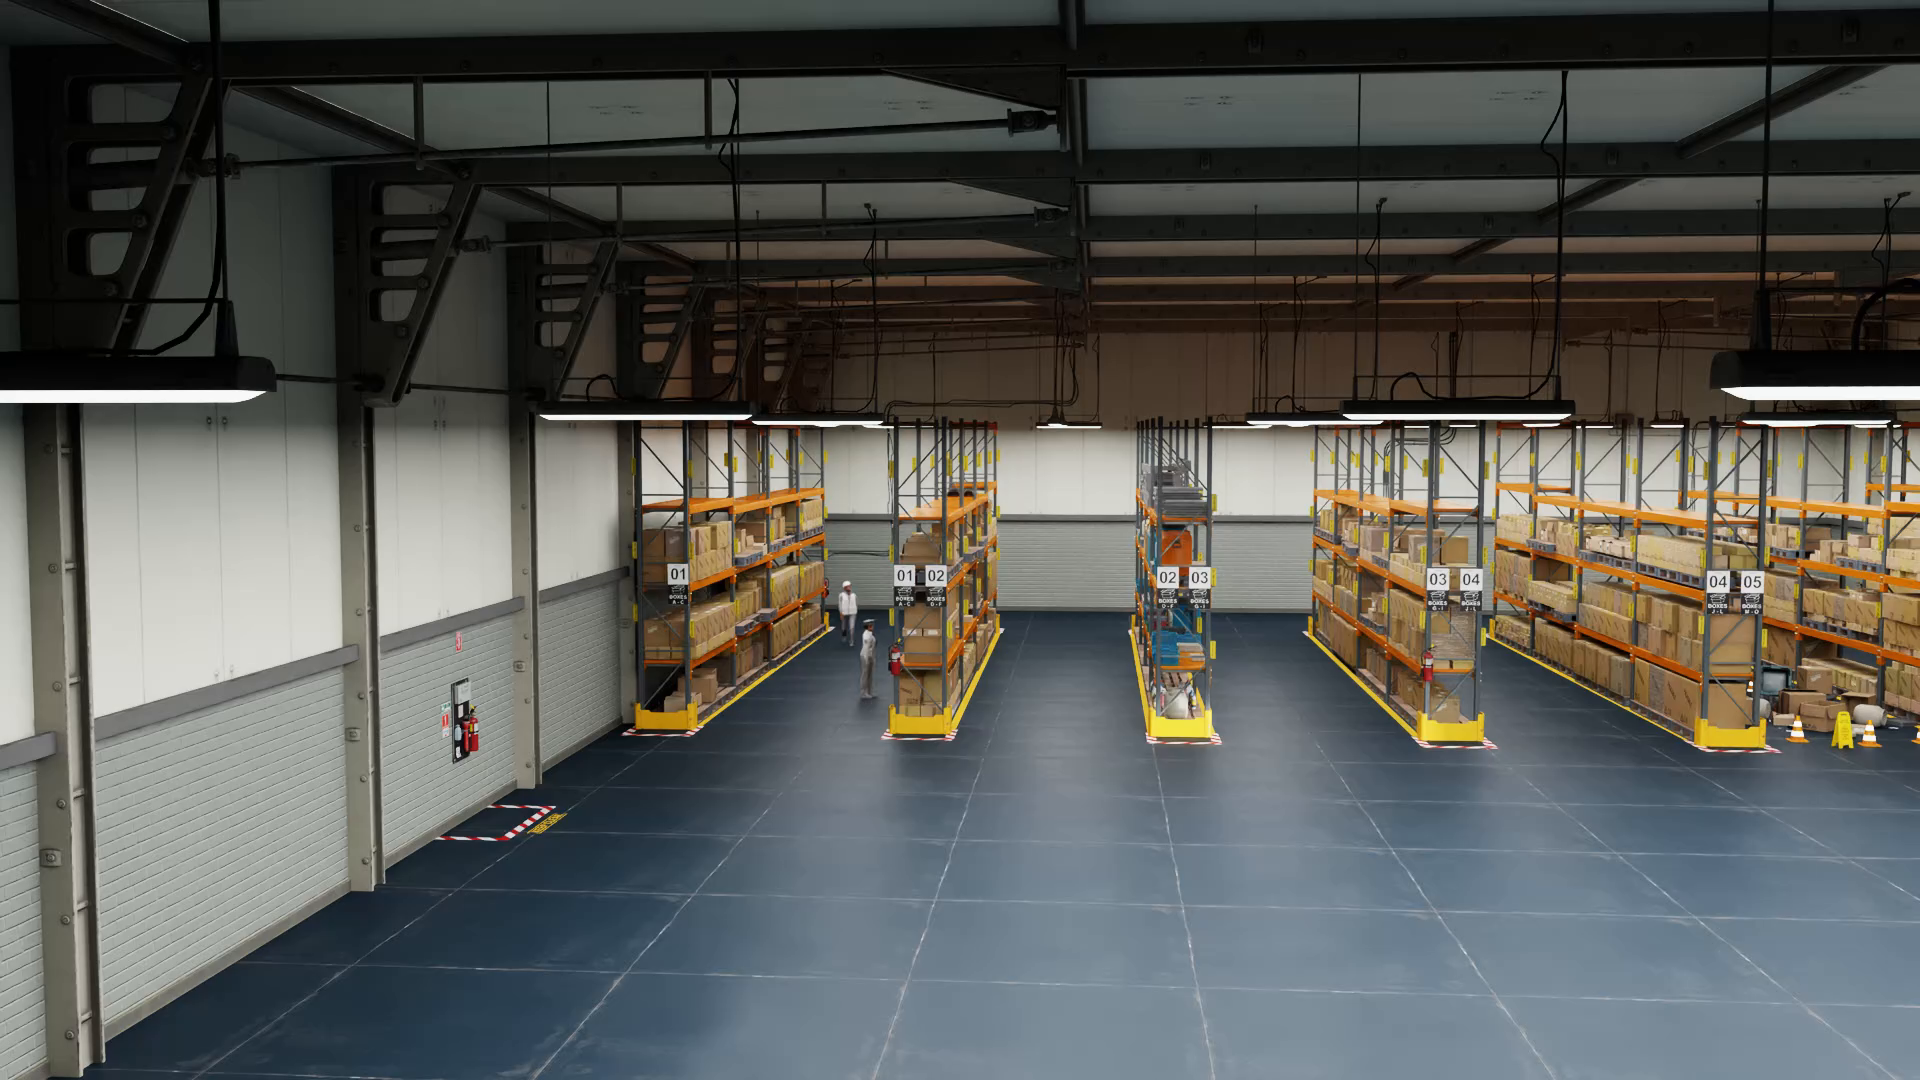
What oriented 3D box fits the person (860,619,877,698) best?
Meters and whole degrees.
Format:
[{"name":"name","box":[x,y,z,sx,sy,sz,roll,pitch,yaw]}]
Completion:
[{"name":"person","box":[-1.969,2.547,35.781,0.372,1.686,0.504,0,4,8]}]

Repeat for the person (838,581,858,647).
[{"name":"person","box":[-2.976,1.961,44.279,0.505,1.720,0.841,0,4,1]}]

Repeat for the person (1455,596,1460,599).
[{"name":"person","box":[14.080,1.818,47.323,0.434,1.620,0.980,2,4,27]}]
